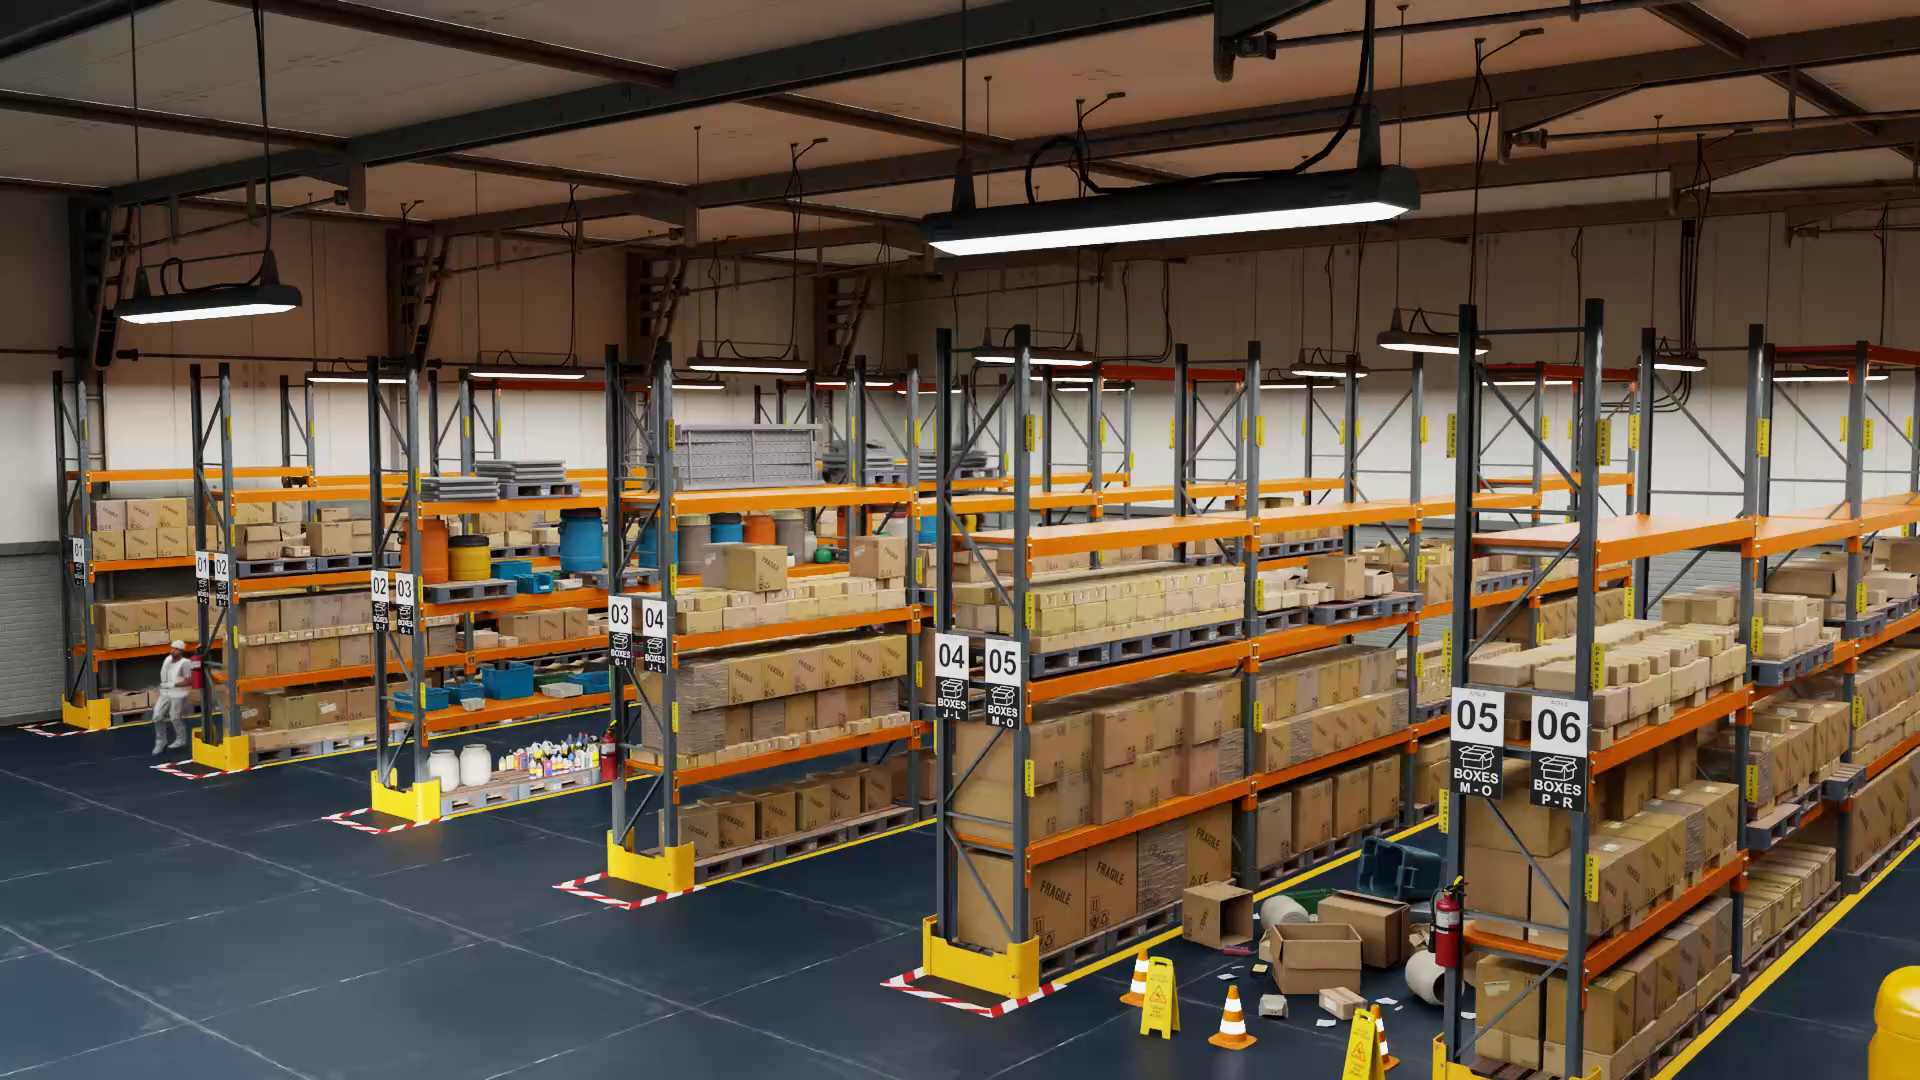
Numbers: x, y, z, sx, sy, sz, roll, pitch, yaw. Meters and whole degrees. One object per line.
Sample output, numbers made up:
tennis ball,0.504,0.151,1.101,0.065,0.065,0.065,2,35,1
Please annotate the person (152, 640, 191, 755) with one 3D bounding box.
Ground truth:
person,-12.169,2.438,25.791,0.676,1.803,0.674,1,4,14
